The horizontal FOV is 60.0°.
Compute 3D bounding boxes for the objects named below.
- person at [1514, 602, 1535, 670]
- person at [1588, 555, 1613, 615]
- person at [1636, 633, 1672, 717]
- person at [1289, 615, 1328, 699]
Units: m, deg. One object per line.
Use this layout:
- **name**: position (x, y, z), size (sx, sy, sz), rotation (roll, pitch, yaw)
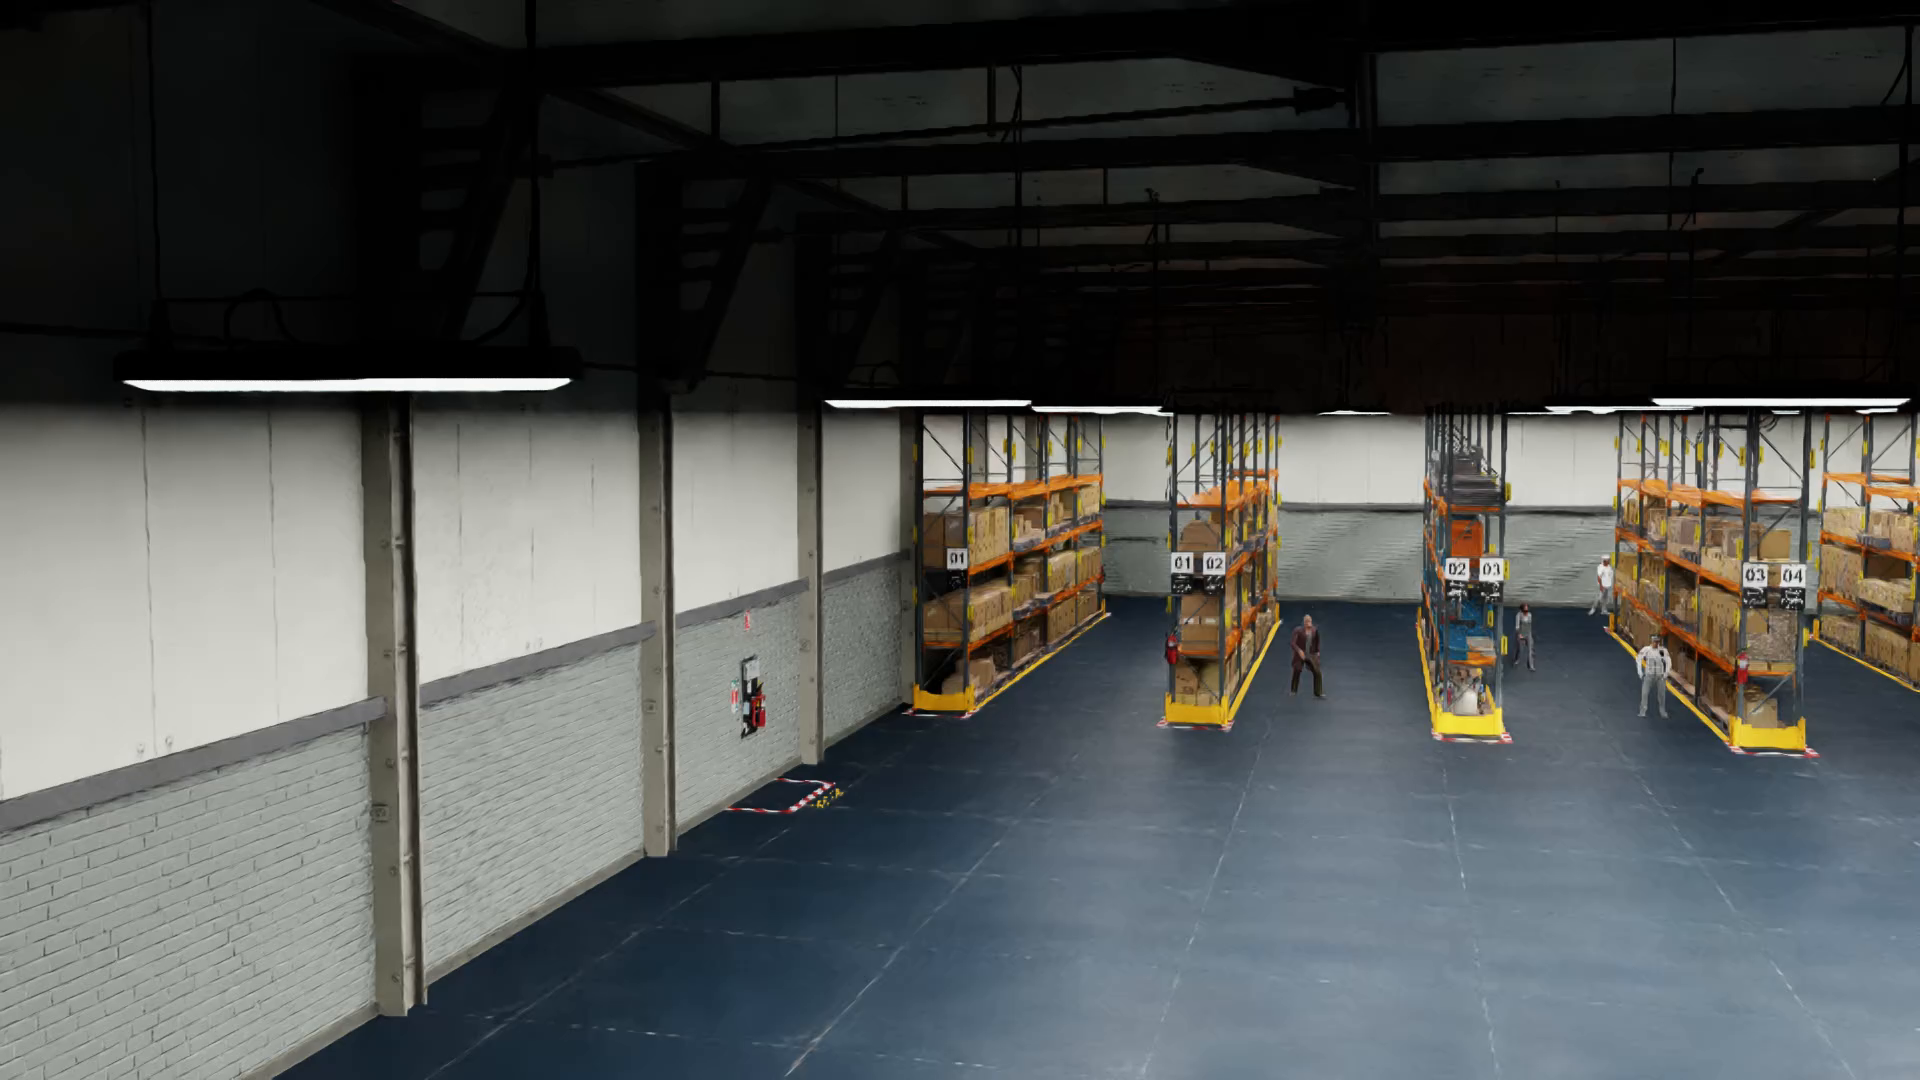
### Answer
- **person**: position (12.788, 2.155, 37.736), size (0.412, 1.531, 0.955), rotation (0, 4, 6)
- **person**: position (18.516, 1.301, 48.046), size (0.730, 1.762, 0.486), rotation (-3, 5, -32)
- **person**: position (13.246, 2.567, 31.763), size (0.635, 1.637, 0.525), rotation (2, 5, 20)
- **person**: position (7.022, 2.360, 33.777), size (0.726, 1.715, 0.885), rotation (0, 4, -4)
